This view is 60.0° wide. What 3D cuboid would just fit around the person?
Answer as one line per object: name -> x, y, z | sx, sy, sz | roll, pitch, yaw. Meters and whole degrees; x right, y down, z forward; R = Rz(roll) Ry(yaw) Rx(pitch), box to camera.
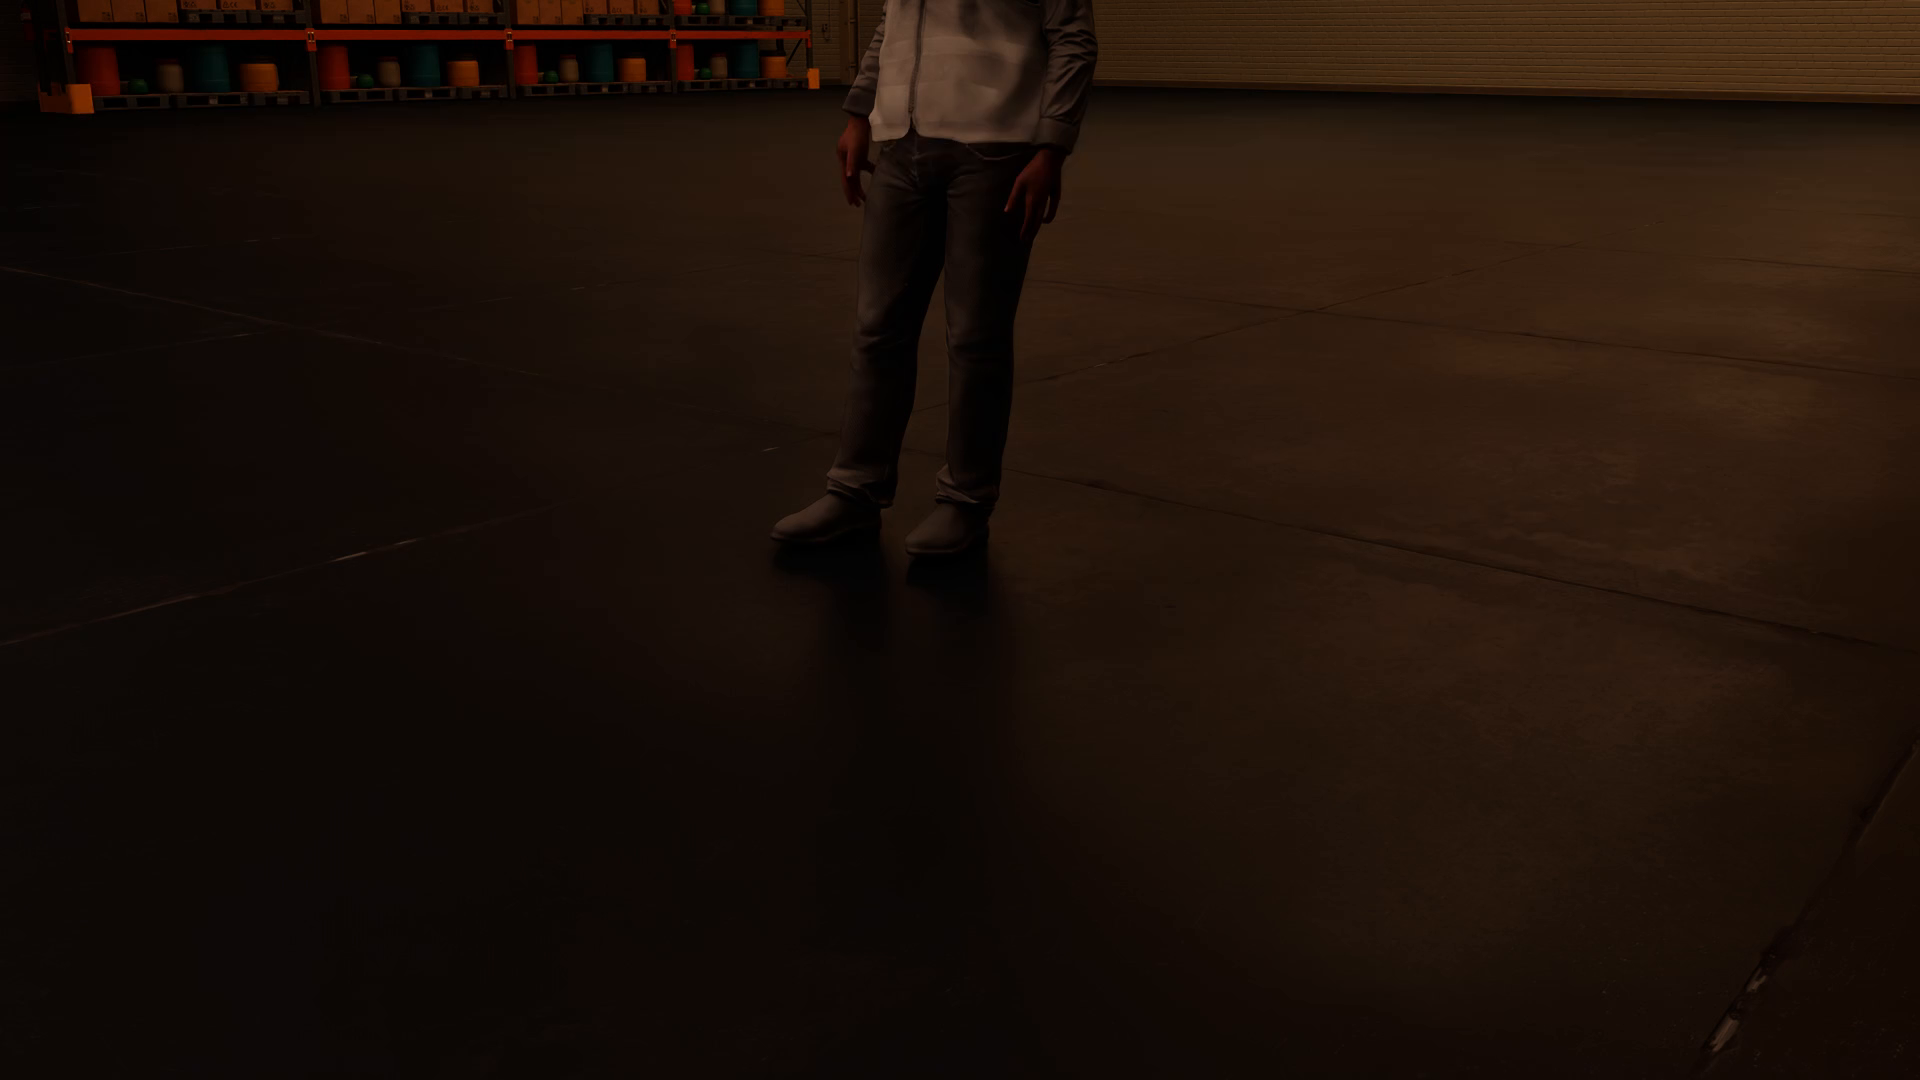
person -> -0.046, -0.844, 3.641 | 0.632, 1.773, 0.568 | 13, 21, 37
